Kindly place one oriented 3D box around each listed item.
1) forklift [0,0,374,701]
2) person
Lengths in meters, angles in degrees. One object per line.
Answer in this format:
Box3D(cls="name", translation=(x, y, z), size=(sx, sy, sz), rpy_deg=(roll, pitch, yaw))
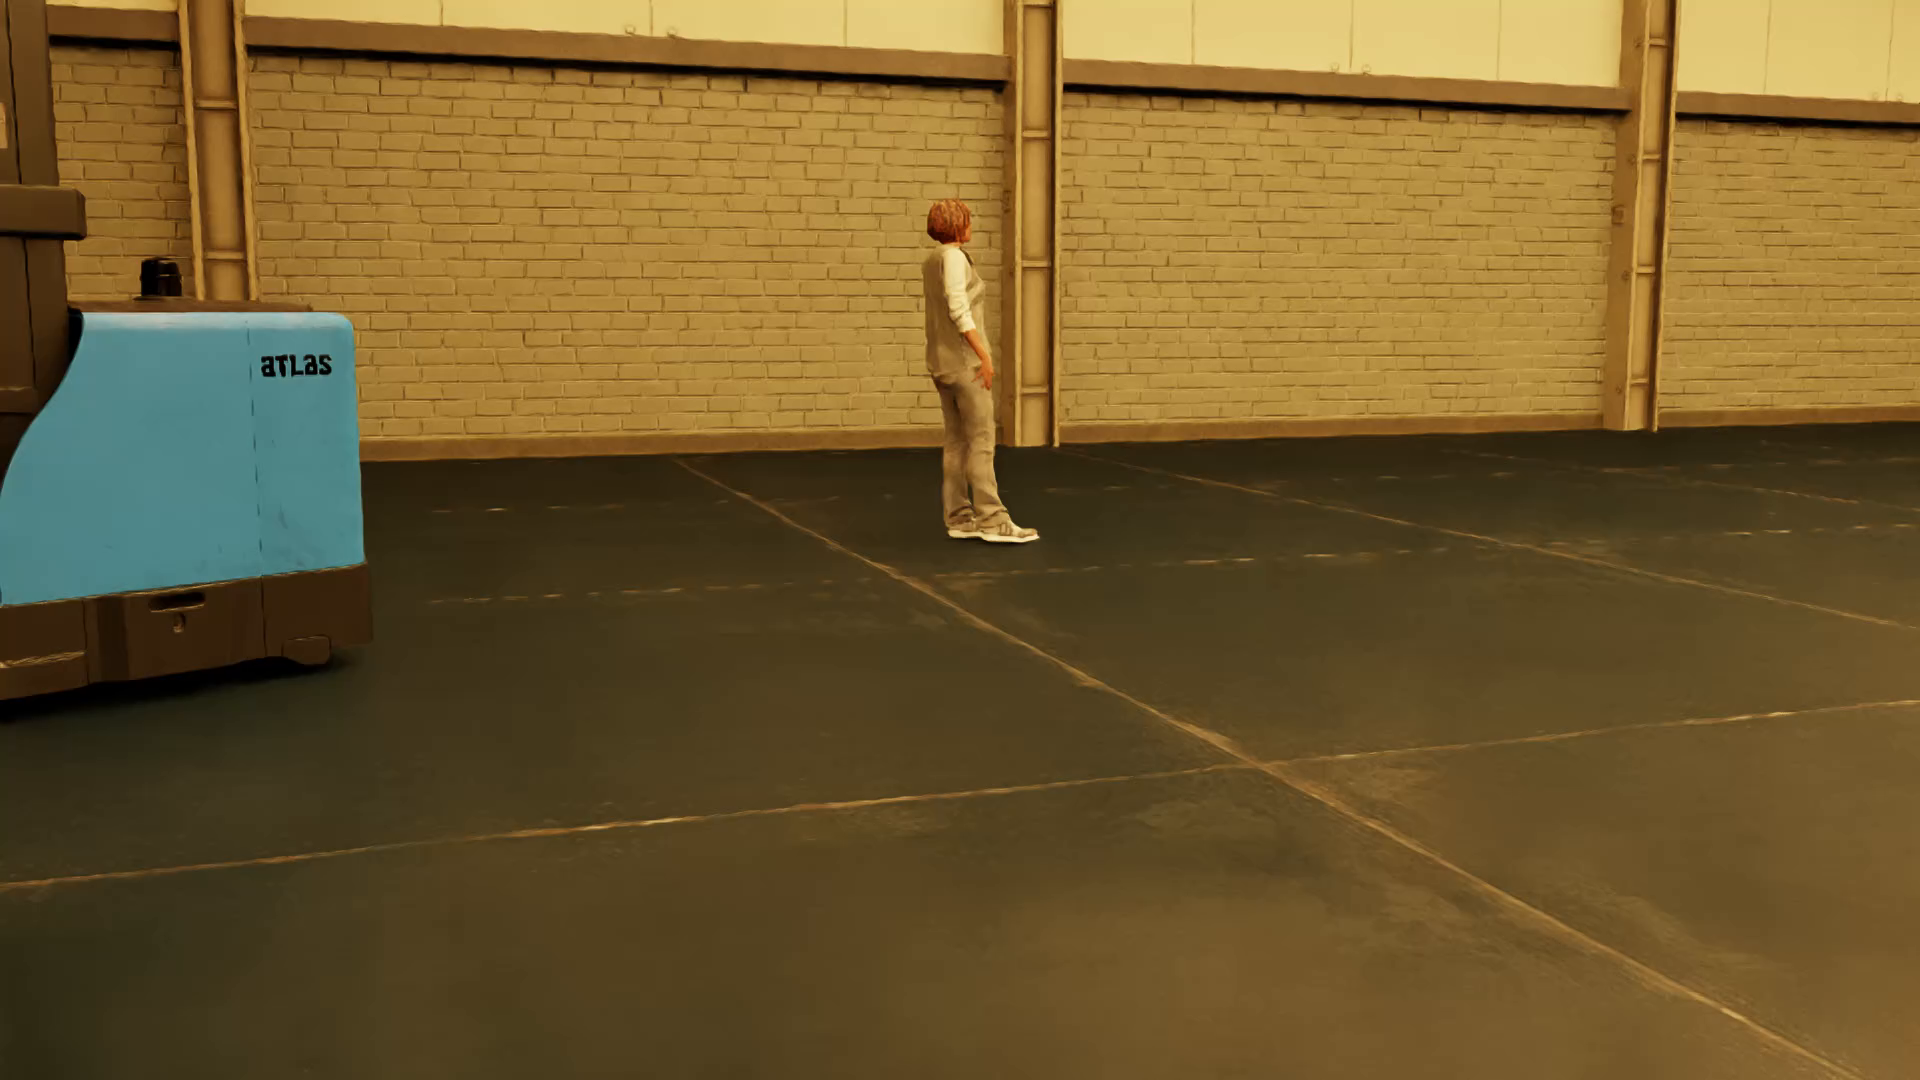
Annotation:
Box3D(cls="forklift", translation=(-3.185, -0.973, 4.200), size=(1.130, 2.935, 3.031), rpy_deg=(7, 10, 42))
Box3D(cls="person", translation=(0.075, -0.799, 7.826), size=(0.474, 1.597, 0.521), rpy_deg=(-3, 8, -18))
